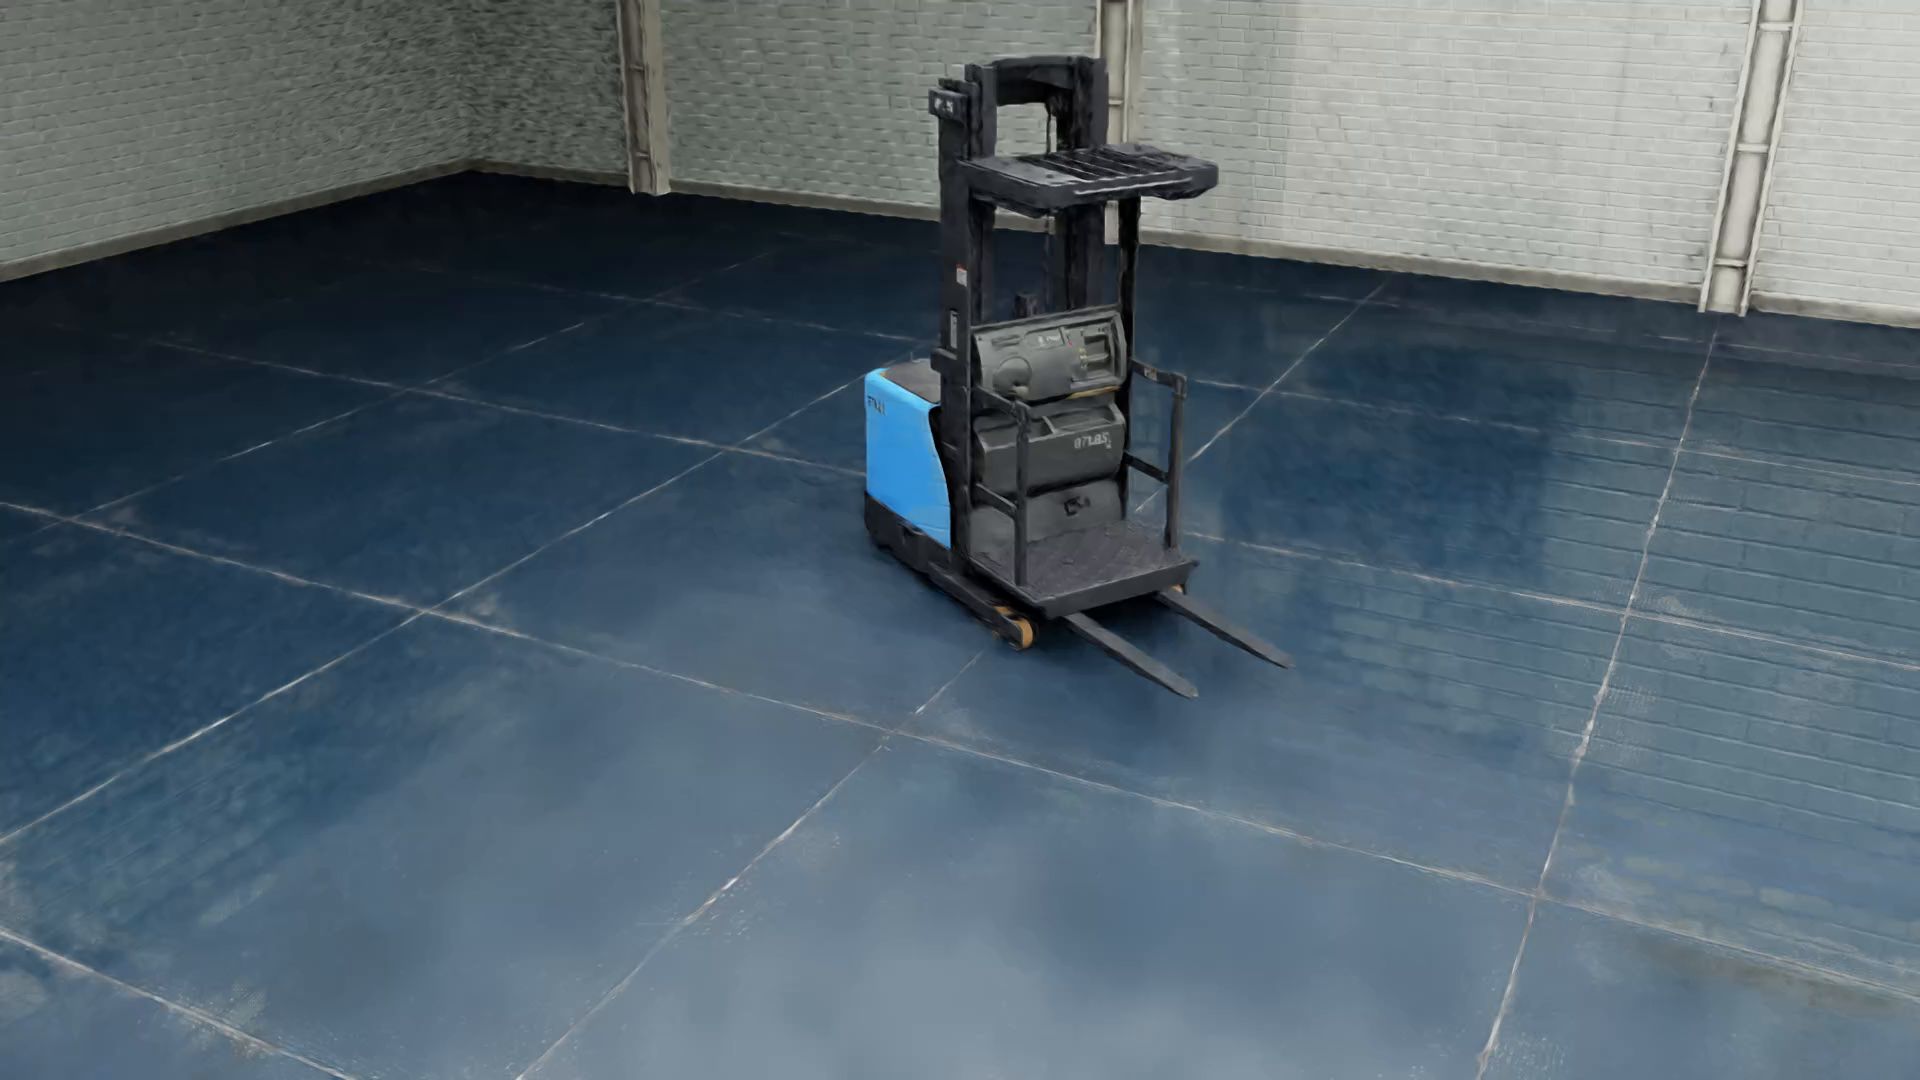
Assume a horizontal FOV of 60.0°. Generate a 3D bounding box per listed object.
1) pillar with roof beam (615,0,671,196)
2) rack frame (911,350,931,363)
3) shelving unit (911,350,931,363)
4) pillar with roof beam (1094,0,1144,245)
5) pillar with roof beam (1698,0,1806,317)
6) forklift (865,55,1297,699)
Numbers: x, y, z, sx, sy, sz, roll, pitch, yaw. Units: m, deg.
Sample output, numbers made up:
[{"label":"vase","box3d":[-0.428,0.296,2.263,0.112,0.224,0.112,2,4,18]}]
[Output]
[{"label":"pillar with roof beam","box3d":[-5.691,-6.852,14.865,0.400,9.000,9.100,11,25,25]},{"label":"rack frame","box3d":[-0.220,-0.716,10.591,0.200,1.050,0.008,-13,26,-28]},{"label":"shelving unit","box3d":[-0.157,-0.675,10.495,0.215,1.050,0.252,-13,26,-28]},{"label":"pillar with roof beam","box3d":[-0.336,-5.793,12.373,0.400,9.000,9.100,11,25,25]},{"label":"pillar with roof beam","box3d":[5.018,-4.734,9.882,0.400,9.000,9.100,11,25,25]},{"label":"forklift","box3d":[0.606,-0.968,8.780,1.130,2.935,3.031,-13,26,-28]}]
